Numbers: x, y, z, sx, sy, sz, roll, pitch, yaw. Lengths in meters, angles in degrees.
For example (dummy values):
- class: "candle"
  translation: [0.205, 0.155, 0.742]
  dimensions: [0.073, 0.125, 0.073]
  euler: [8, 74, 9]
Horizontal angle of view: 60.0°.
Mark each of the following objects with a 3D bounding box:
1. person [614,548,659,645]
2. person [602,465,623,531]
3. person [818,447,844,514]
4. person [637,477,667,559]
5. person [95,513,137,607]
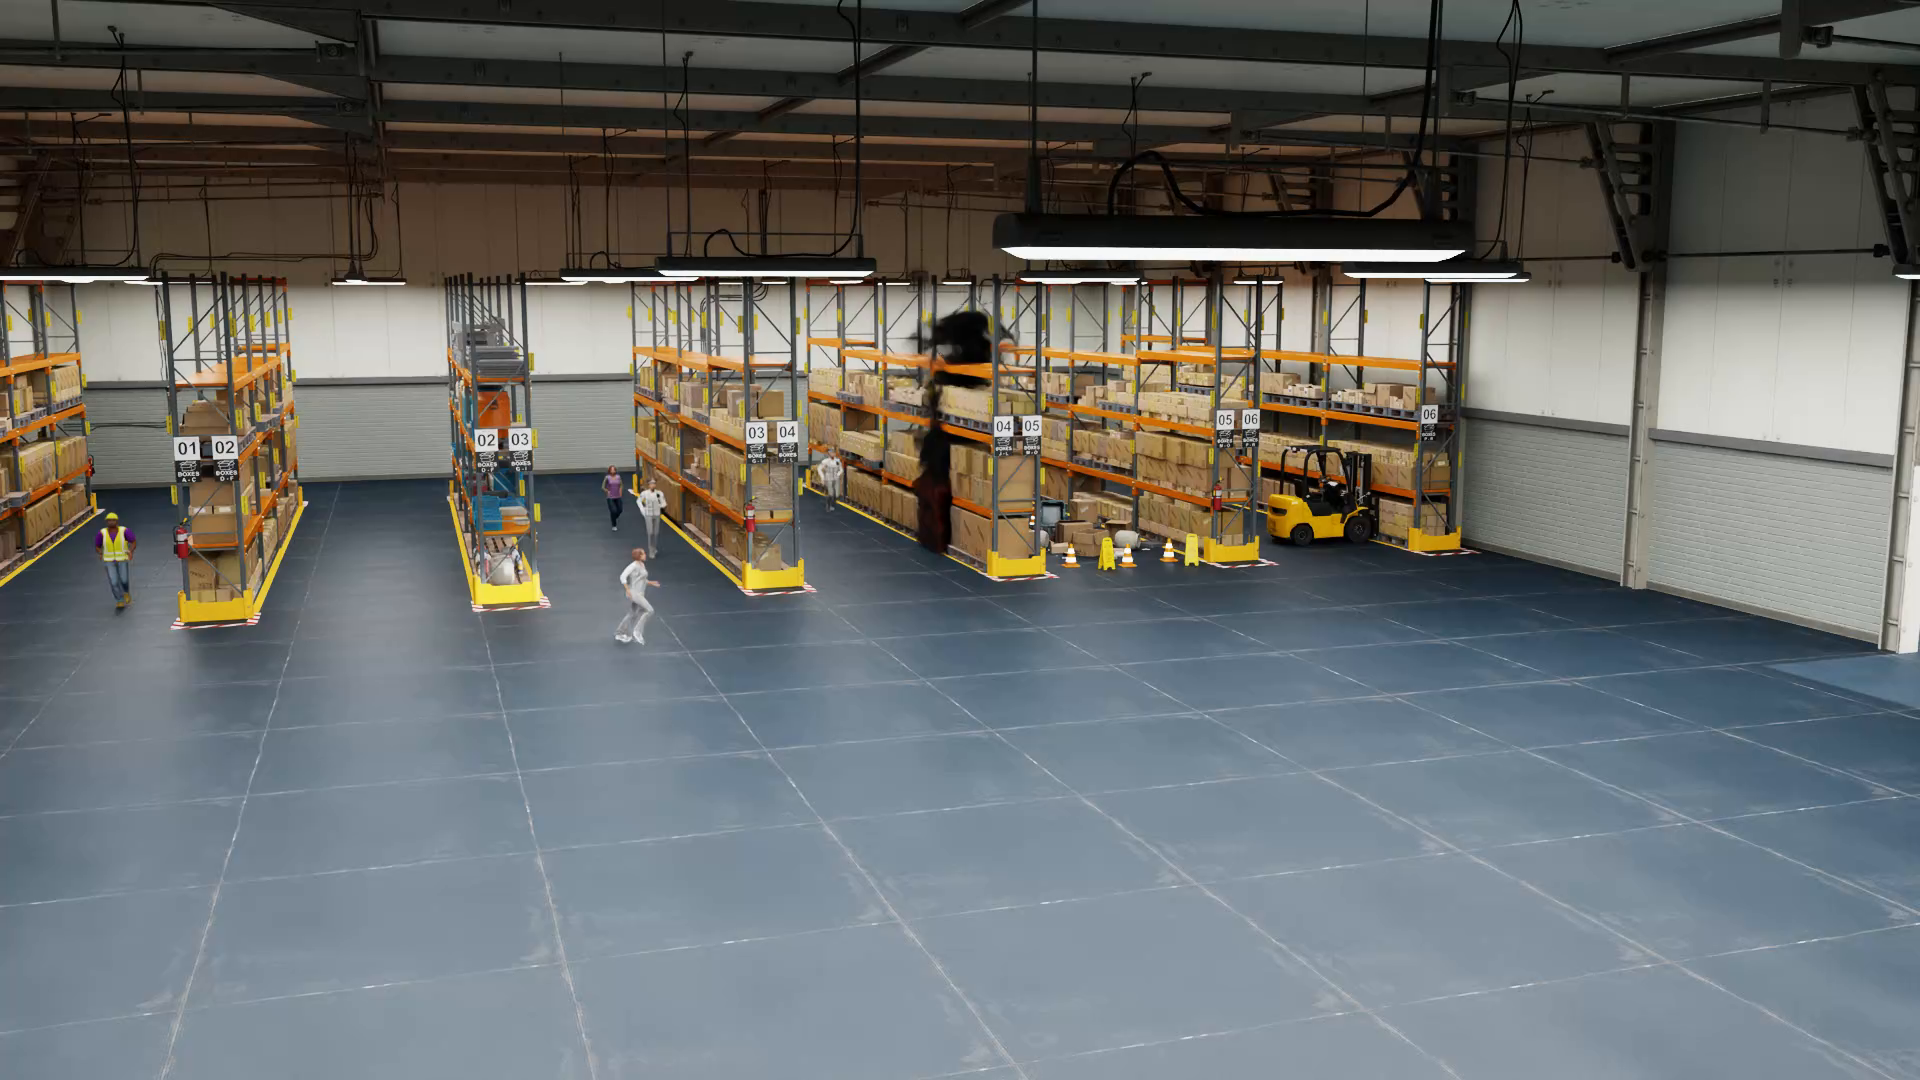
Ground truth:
- class: "person"
  translation: [-5.241, 0.912, 26.902]
  dimensions: [0.756, 1.564, 0.455]
  euler: [0, 9, 0]
- class: "person"
  translation: [-8.244, -1.002, 39.561]
  dimensions: [0.532, 1.550, 0.559]
  euler: [-4, 9, -24]
- class: "person"
  translation: [-3.137, -1.456, 40.904]
  dimensions: [0.599, 1.656, 0.561]
  euler: [-4, 9, -23]
- class: "person"
  translation: [-6.603, -0.480, 35.740]
  dimensions: [0.601, 1.757, 0.662]
  euler: [-3, 9, -20]
- class: "person"
  translation: [-15.179, 0.366, 29.911]
  dimensions: [0.674, 1.721, 0.569]
  euler: [-3, 9, -21]
